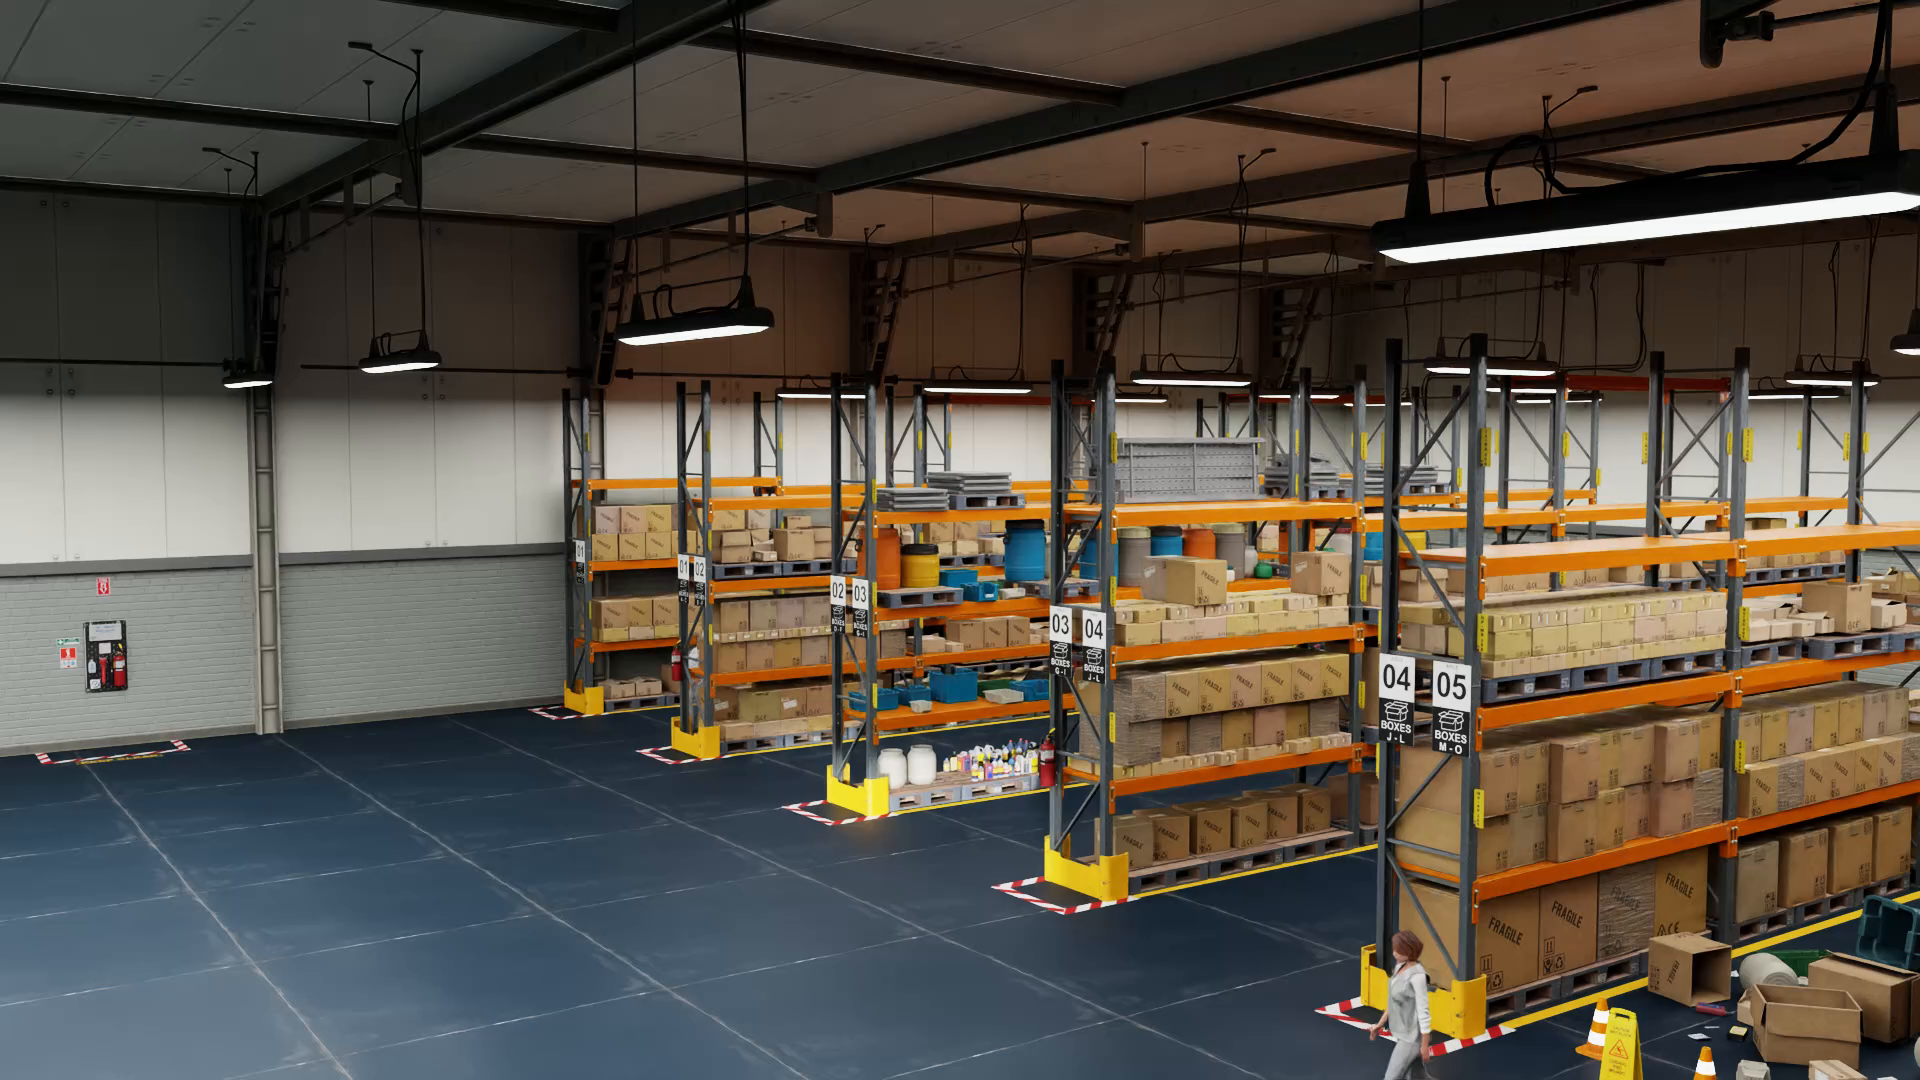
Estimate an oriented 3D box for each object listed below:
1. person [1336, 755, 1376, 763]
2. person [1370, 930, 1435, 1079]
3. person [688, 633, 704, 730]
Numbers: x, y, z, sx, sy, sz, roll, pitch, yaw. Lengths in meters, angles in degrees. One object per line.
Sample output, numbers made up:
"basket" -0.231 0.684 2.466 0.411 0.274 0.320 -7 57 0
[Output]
"person" 6.253 2.683 26.031 1.063 1.589 0.420 -4 5 -44
"person" 3.237 3.602 12.058 0.817 1.563 0.426 0 4 4
"person" -4.533 2.509 28.769 0.631 1.822 0.639 2 4 34
